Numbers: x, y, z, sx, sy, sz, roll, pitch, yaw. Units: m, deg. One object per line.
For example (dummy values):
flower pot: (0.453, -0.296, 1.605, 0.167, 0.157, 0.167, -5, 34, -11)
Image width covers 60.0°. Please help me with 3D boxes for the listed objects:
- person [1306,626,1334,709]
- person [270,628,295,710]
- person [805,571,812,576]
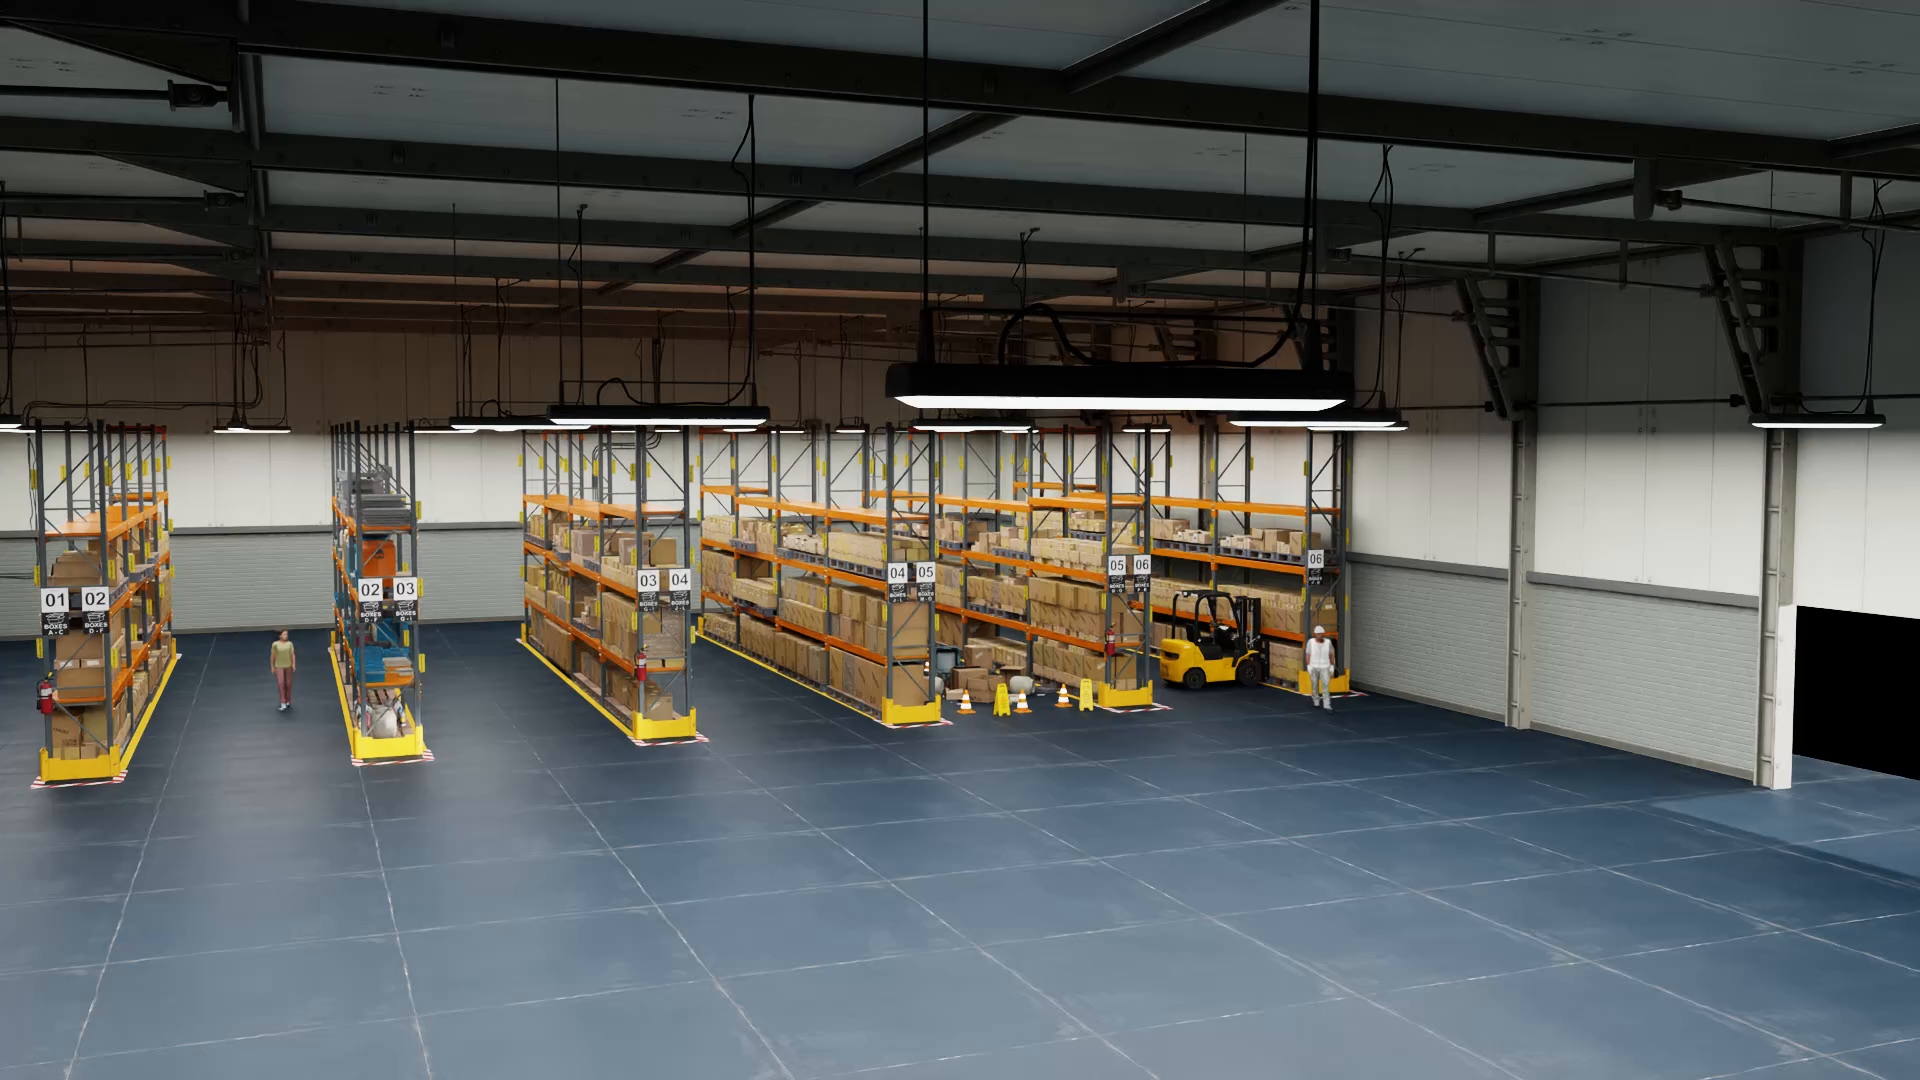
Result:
person: (7.509, 2.656, 34.709, 0.577, 1.728, 1.034, 1, 4, 14)
person: (-14.221, 2.716, 35.047, 0.472, 1.669, 0.745, -3, 4, -36)
person: (-4.443, 1.799, 48.638, 0.714, 1.795, 0.618, 0, 4, 6)
